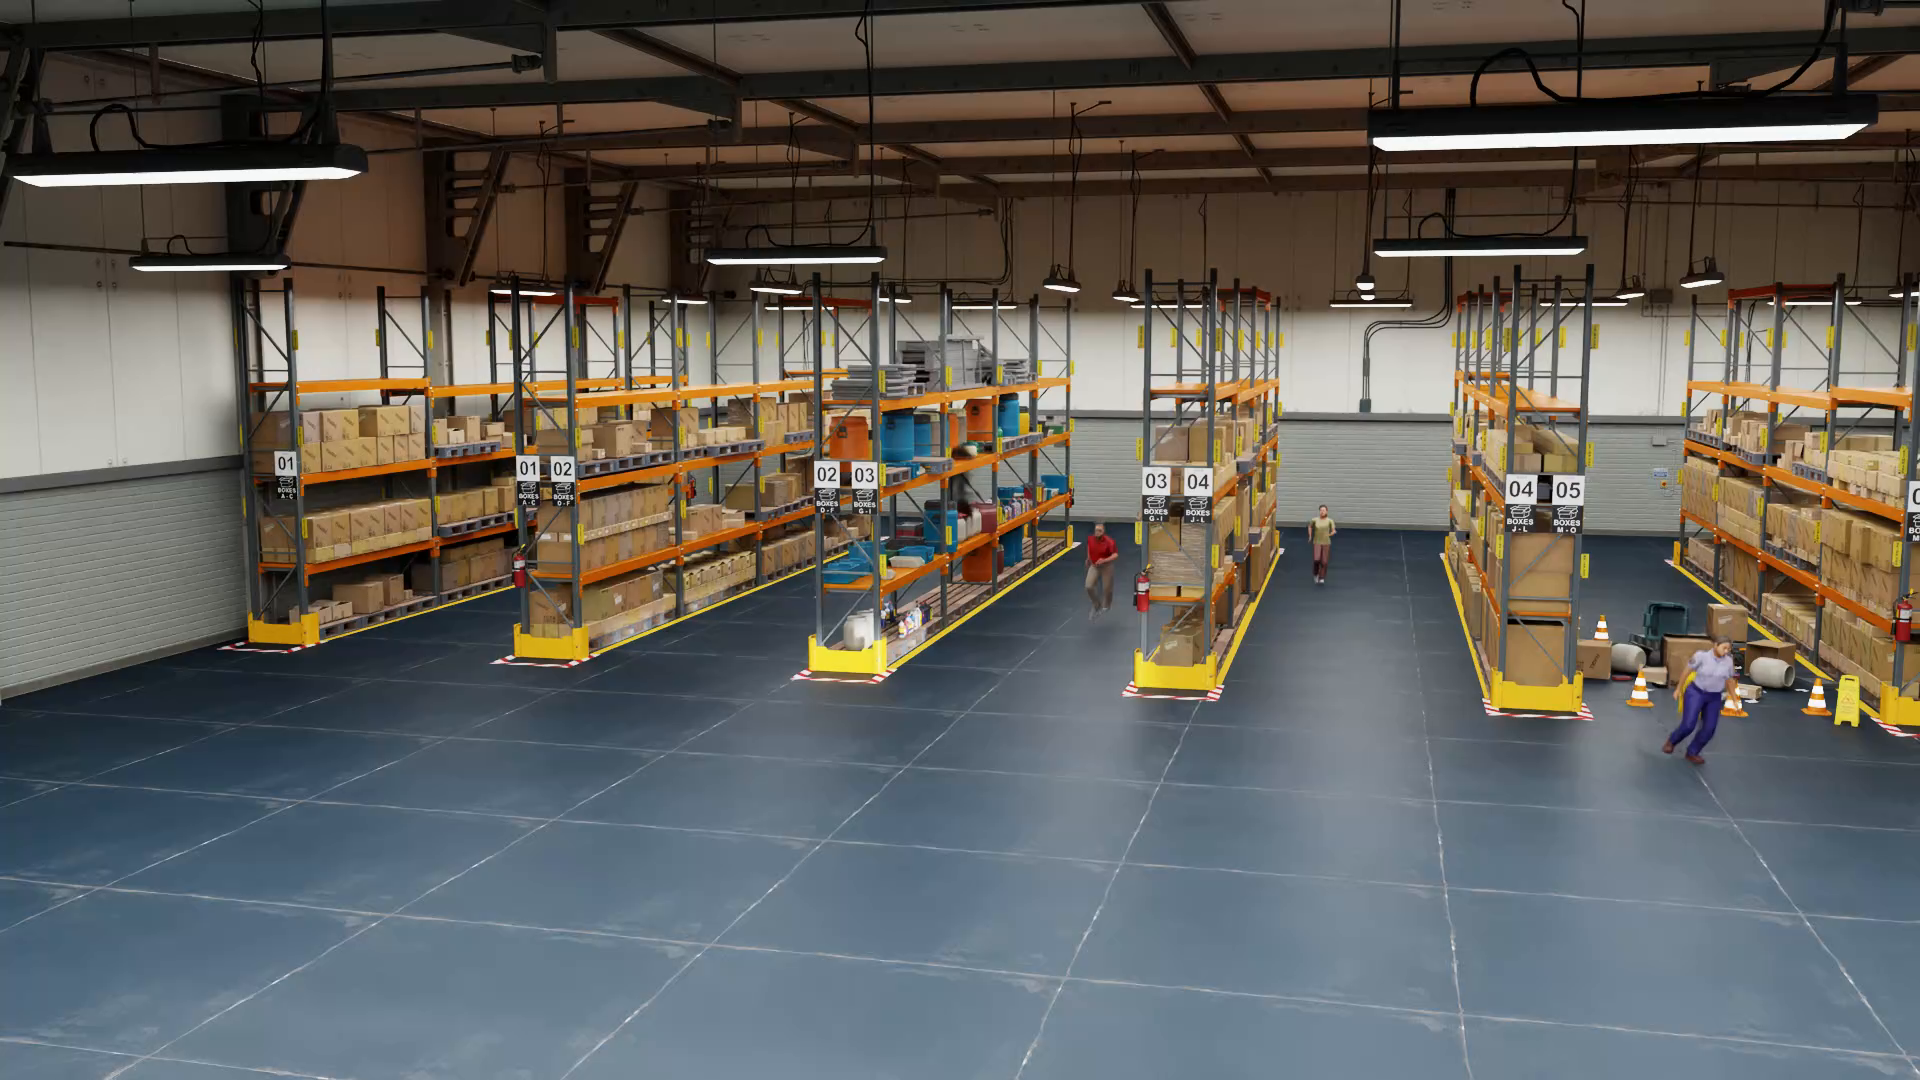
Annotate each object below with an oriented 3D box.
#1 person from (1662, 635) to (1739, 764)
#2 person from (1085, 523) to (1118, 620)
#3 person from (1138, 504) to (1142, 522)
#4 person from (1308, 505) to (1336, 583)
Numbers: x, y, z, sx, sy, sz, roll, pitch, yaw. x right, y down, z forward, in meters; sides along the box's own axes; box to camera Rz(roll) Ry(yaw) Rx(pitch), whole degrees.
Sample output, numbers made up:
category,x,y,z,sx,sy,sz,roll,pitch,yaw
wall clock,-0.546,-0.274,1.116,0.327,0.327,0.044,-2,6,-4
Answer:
category,x,y,z,sx,sy,sz,roll,pitch,yaw
person,8.785,1.868,19.695,0.737,1.569,0.593,0,7,-1
person,2.424,0.537,28.521,0.666,1.698,0.971,3,7,21
person,4.371,-0.358,38.409,0.548,1.550,0.577,0,7,0
person,7.407,0.094,34.052,0.553,1.631,0.608,1,7,10
